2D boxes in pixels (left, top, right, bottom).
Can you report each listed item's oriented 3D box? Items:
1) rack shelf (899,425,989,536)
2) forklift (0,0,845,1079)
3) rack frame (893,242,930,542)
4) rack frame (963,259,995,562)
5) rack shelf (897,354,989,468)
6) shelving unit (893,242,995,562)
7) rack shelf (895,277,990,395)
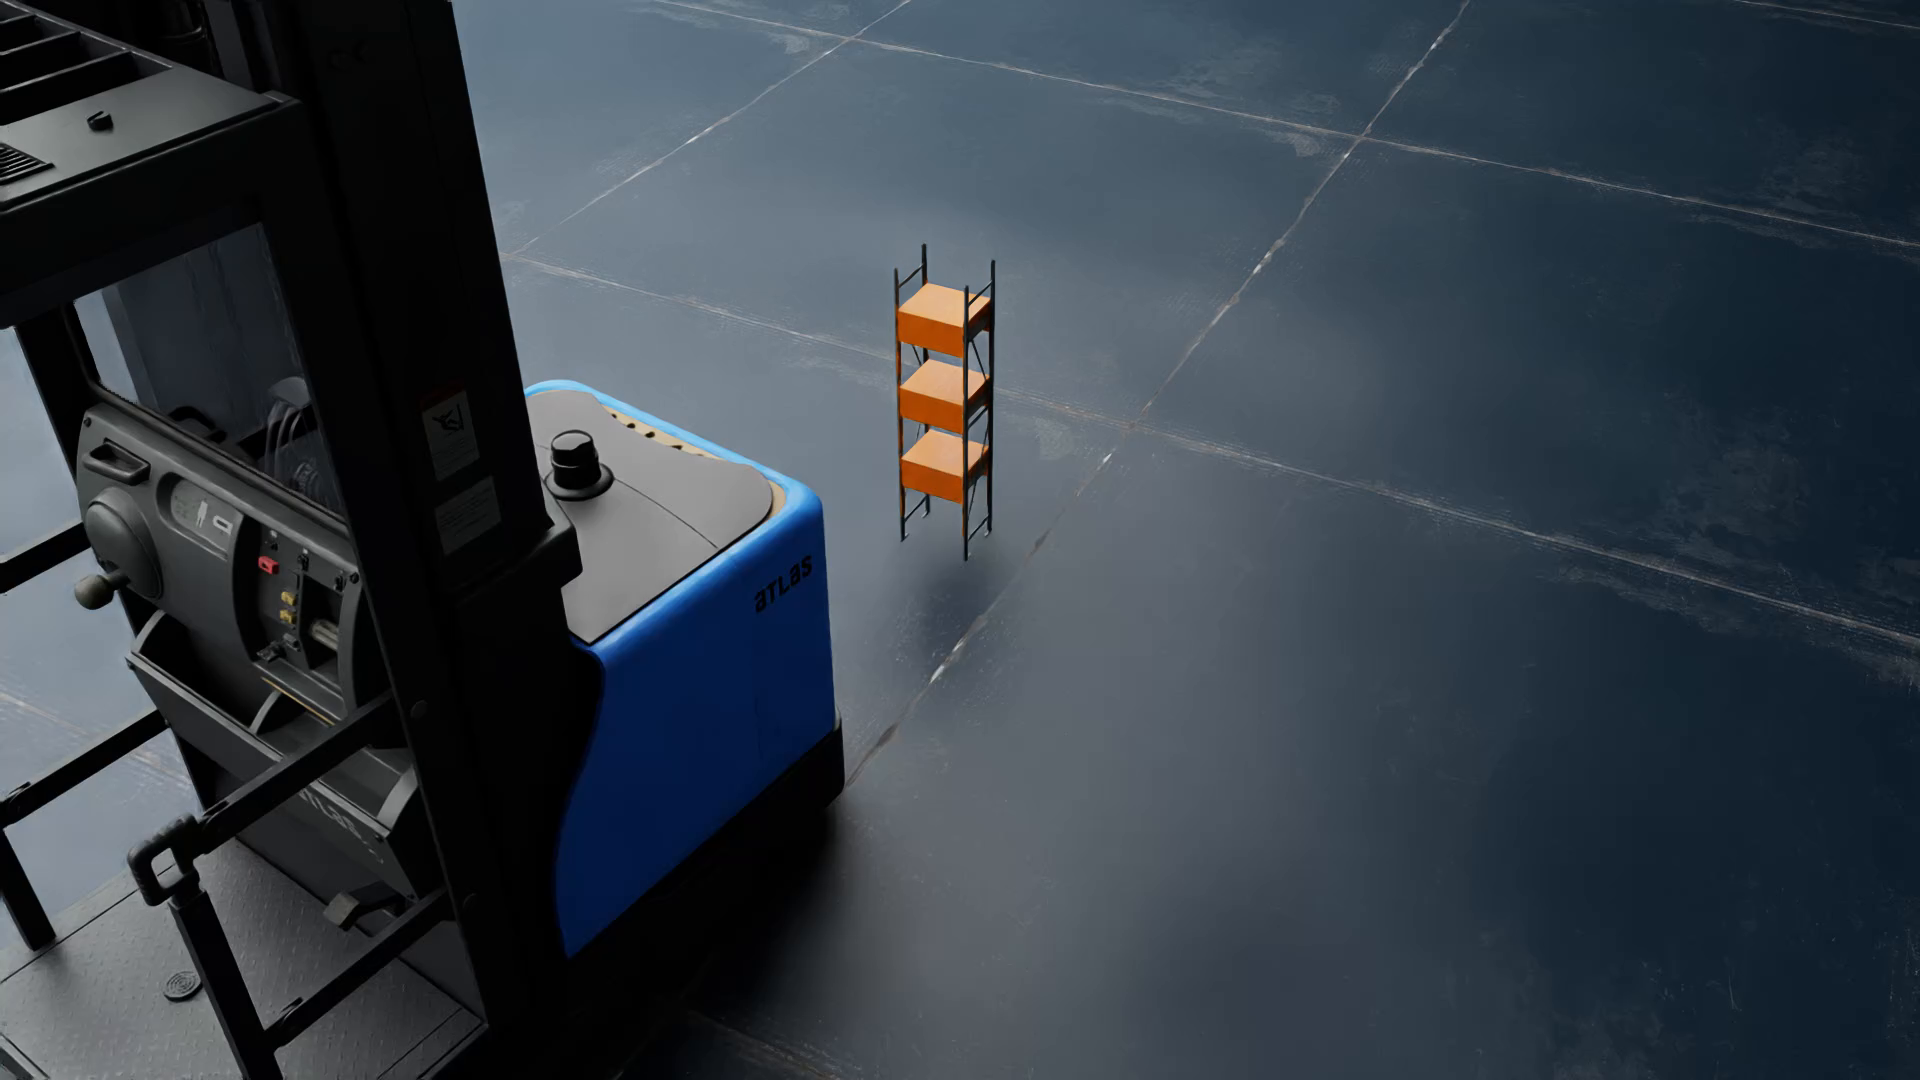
[{"bbox_3d":[-0.048,-0.203,5.627,0.240,0.259,0.215,17,41,21],"label":"rack shelf"},{"bbox_3d":[-1.606,0.111,3.179,1.130,2.935,3.031,24,43,28],"label":"forklift"},{"bbox_3d":[-0.156,-0.467,5.497,0.008,1.050,0.200,17,41,21],"label":"rack frame"},{"bbox_3d":[0.061,-0.399,5.407,0.008,1.050,0.200,17,41,21],"label":"rack frame"},{"bbox_3d":[-0.048,-0.425,5.459,0.240,0.259,0.215,17,41,21],"label":"rack shelf"},{"bbox_3d":[-0.048,-0.433,5.452,0.252,1.050,0.215,17,41,21],"label":"shelving unit"},{"bbox_3d":[-0.048,-0.651,5.287,0.240,0.259,0.215,17,41,21],"label":"rack shelf"}]
